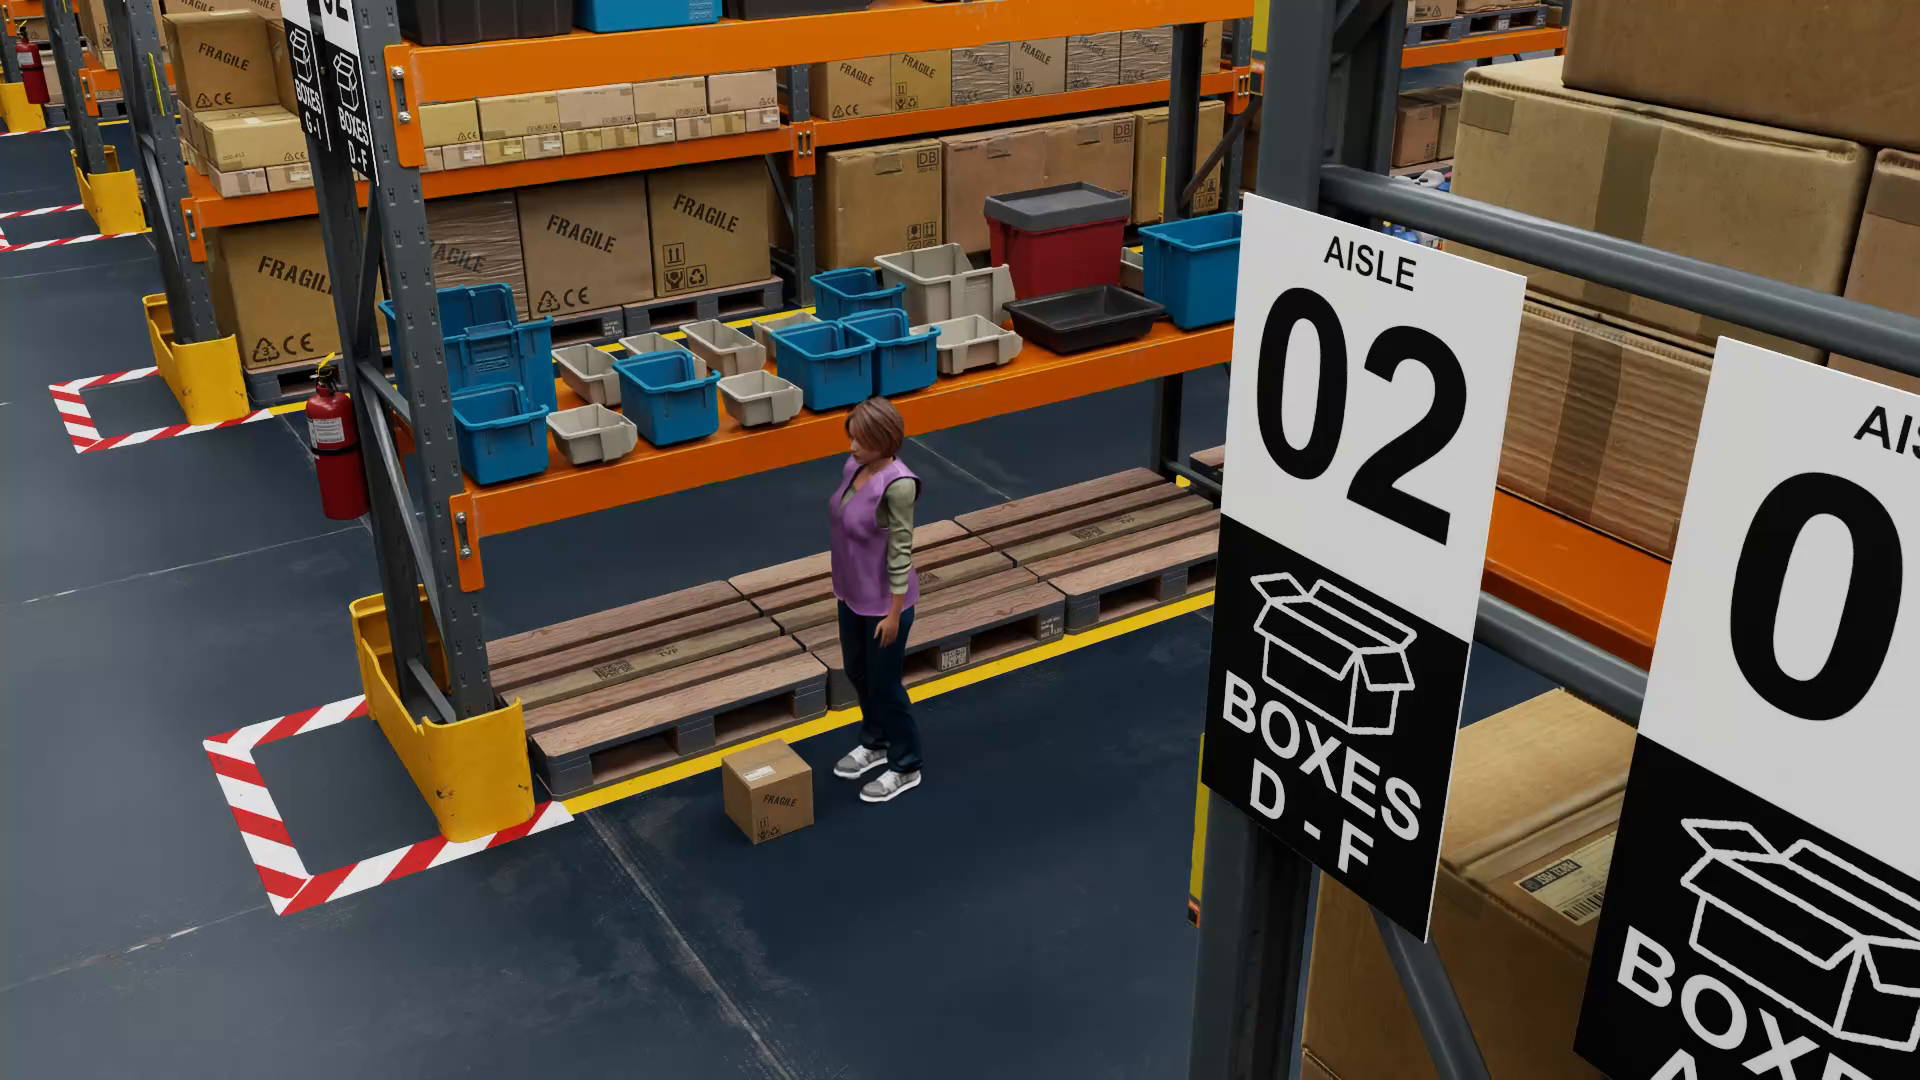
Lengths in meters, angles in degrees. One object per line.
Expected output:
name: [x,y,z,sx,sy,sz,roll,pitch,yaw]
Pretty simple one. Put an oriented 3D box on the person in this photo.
person: [-0.305,0.227,6.151,0.305,1.595,0.406,-15,29,-28]
